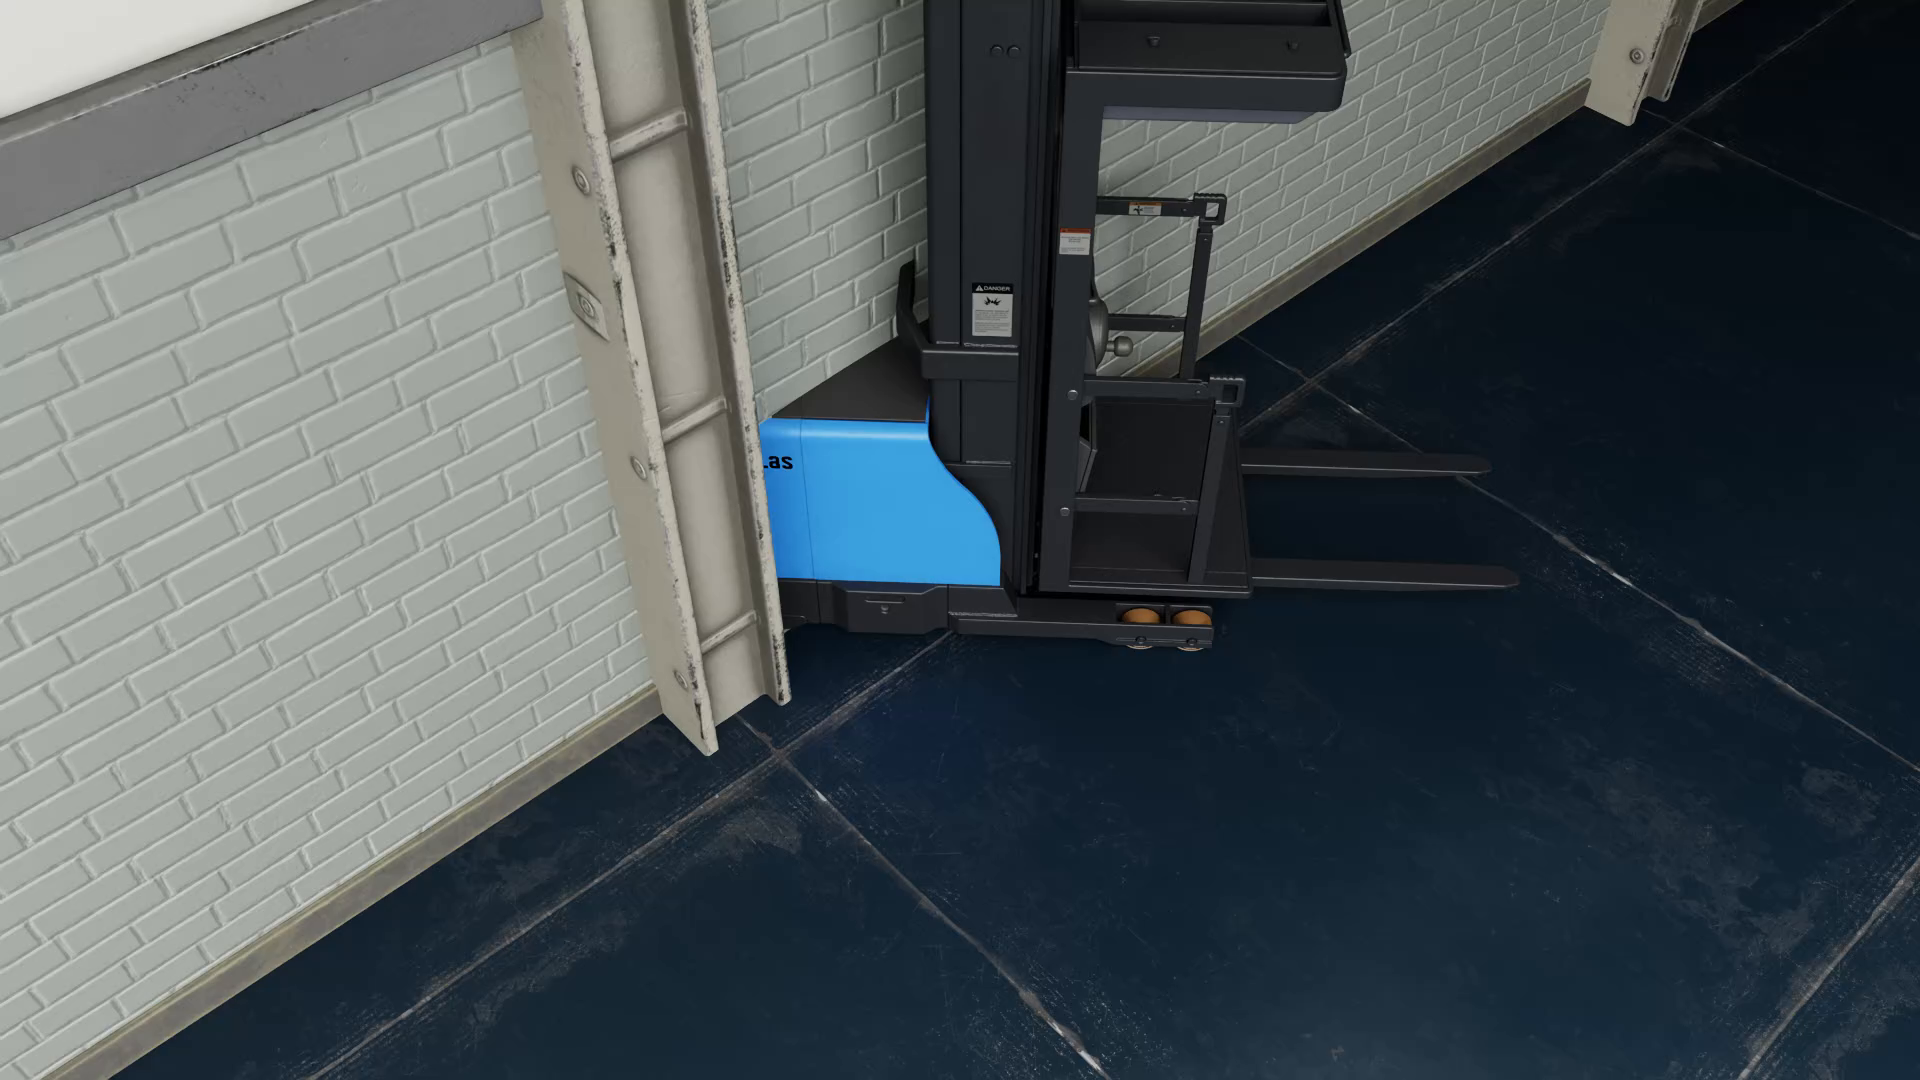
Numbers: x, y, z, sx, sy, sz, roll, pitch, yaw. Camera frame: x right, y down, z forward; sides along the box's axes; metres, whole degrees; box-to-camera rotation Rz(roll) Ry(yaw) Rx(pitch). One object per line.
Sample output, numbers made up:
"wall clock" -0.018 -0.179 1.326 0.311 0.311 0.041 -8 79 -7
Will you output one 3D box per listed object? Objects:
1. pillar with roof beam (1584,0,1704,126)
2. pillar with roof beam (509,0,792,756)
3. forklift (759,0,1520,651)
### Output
"pillar with roof beam" 6.462 -3.072 3.462 0.400 9.000 9.100 -34 56 -27
"pillar with roof beam" 2.022 -0.106 0.725 0.400 9.000 9.100 -34 56 -27
"forklift" 0.624 -0.973 5.653 3.031 2.935 1.130 2 47 2
